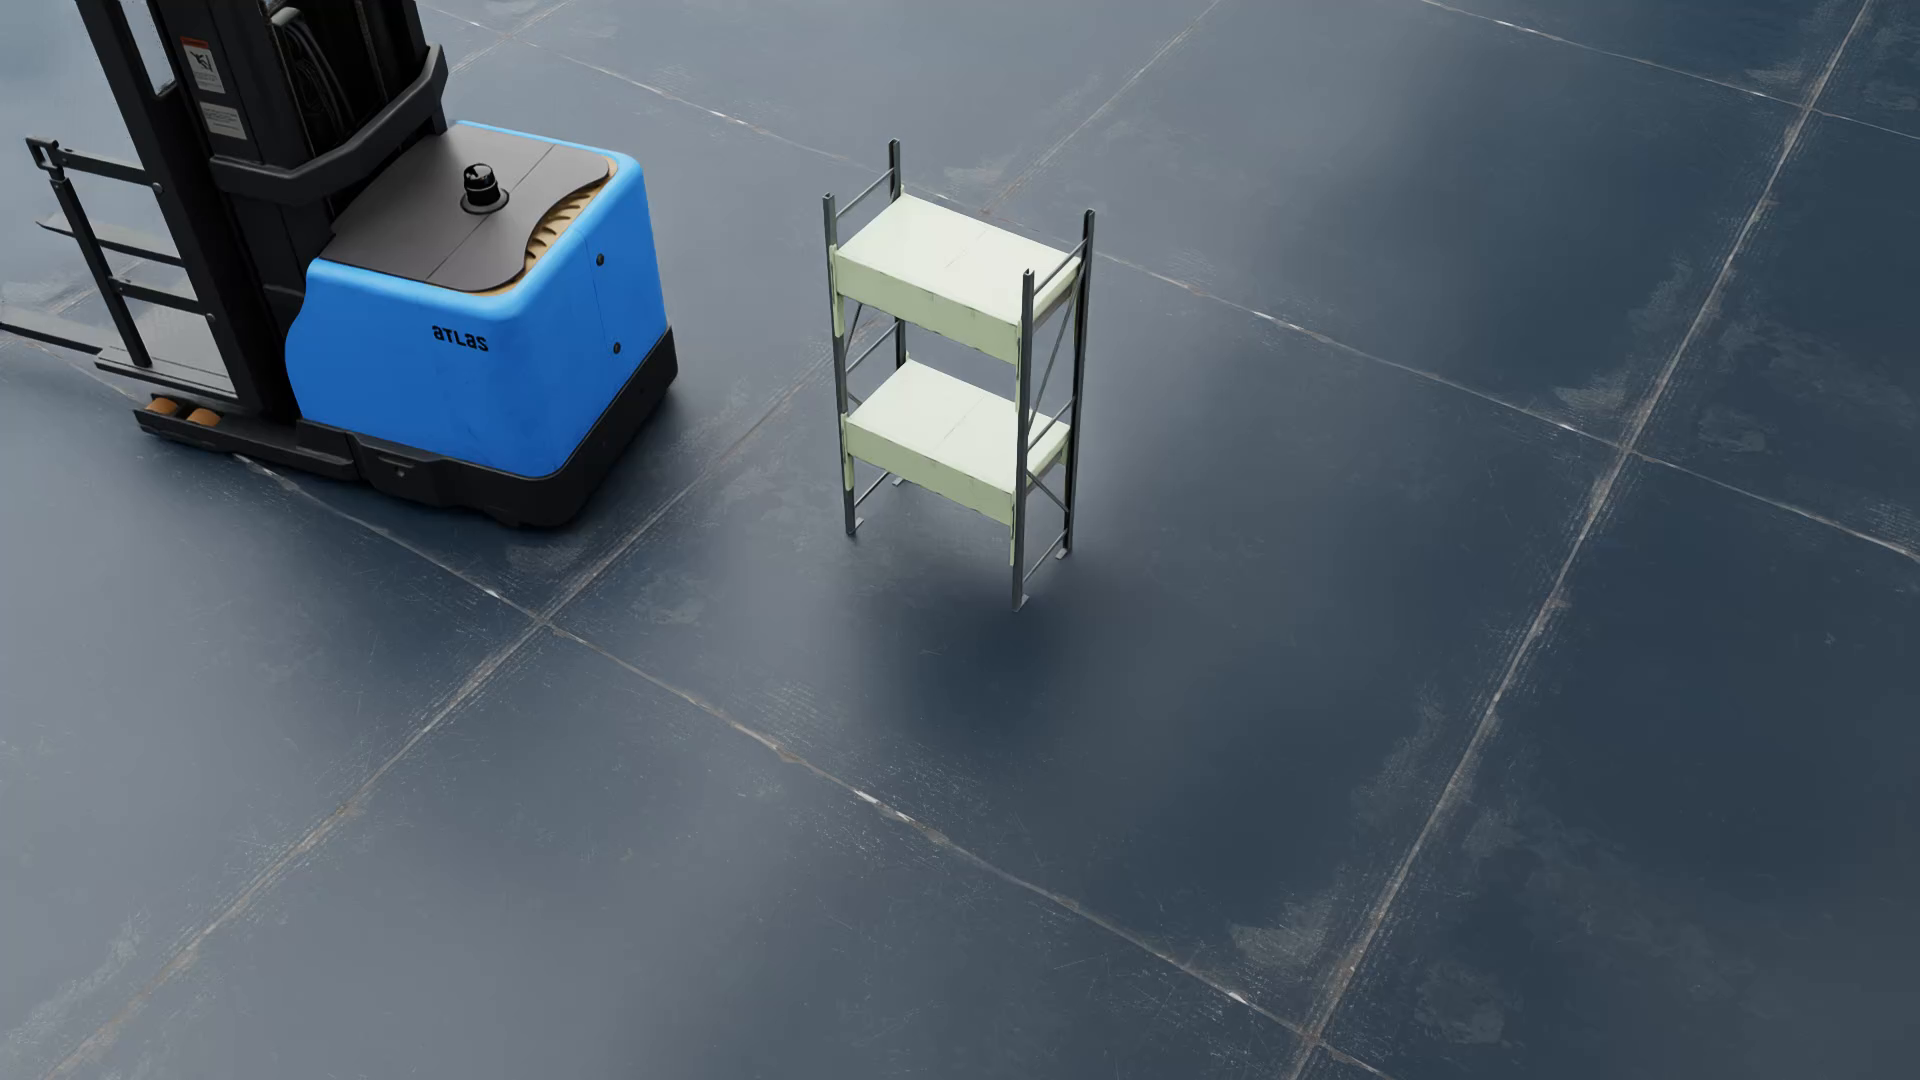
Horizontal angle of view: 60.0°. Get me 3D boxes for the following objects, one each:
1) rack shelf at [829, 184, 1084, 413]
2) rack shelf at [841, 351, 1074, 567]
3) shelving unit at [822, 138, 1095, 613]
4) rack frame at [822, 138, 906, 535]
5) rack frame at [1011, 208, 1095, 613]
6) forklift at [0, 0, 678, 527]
[{"bbox_3d":[-0.006,-0.797,5.435,0.720,0.370,0.431,25,51,22],"label":"rack shelf"},{"bbox_3d":[-0.006,-0.298,5.948,0.720,0.370,0.431,25,51,22],"label":"rack shelf"},{"bbox_3d":[-0.006,-0.525,5.715,0.755,1.500,0.431,25,51,22],"label":"shelving unit"},{"bbox_3d":[-0.314,-0.667,5.852,0.023,1.500,0.400,25,51,22],"label":"rack frame"},{"bbox_3d":[0.302,-0.384,5.577,0.023,1.500,0.400,25,51,22],"label":"rack frame"},{"bbox_3d":[-2.730,-1.718,5.875,3.031,2.935,1.130,14,48,14],"label":"forklift"}]
